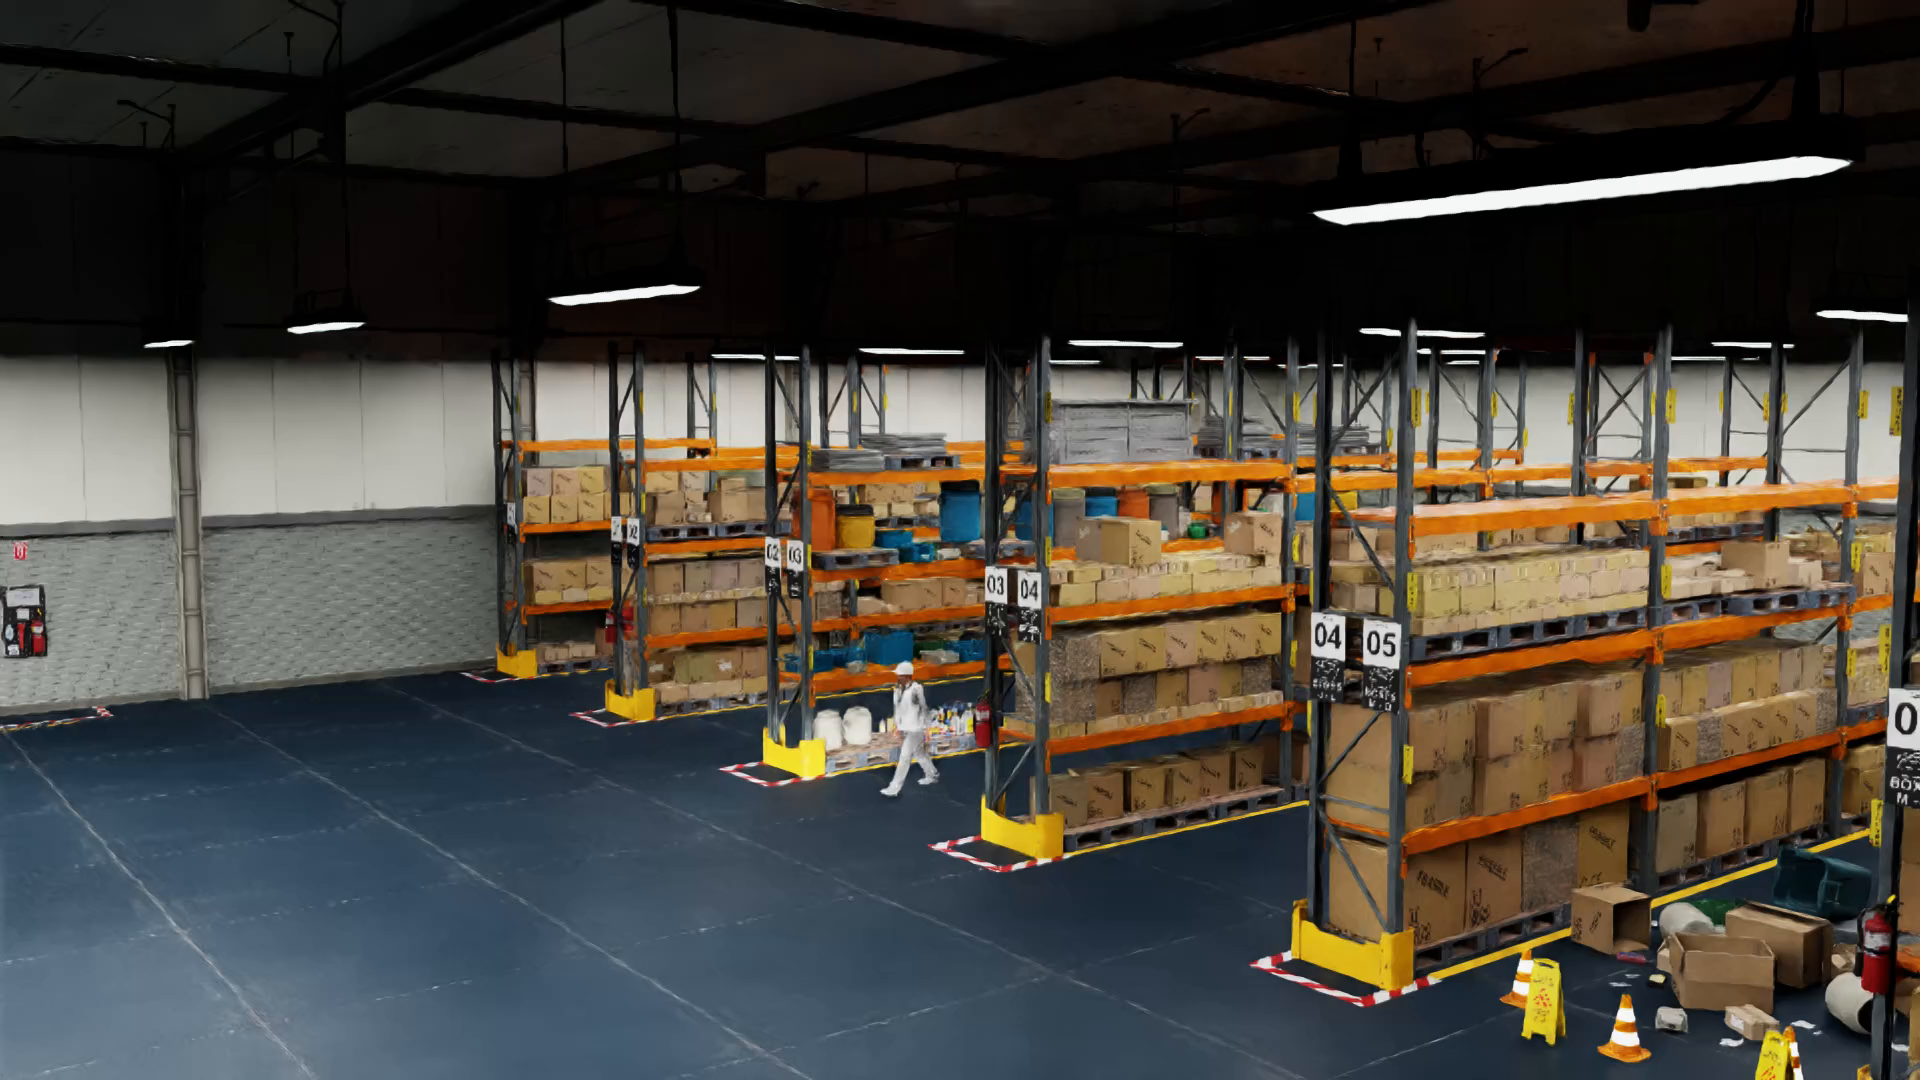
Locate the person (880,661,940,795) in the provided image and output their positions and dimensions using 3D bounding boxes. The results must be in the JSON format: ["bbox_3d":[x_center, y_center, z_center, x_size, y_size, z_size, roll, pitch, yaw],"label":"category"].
[{"bbox_3d":[-0.686,2.406,21.575,1.105,1.695,0.546,-4,6,-38],"label":"person"}]

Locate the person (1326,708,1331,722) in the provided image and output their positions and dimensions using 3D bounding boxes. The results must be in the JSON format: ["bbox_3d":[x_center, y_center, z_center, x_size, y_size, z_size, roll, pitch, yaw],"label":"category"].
[{"bbox_3d":[5.490,2.176,24.384,0.536,1.711,0.682,-4,6,-39],"label":"person"}]

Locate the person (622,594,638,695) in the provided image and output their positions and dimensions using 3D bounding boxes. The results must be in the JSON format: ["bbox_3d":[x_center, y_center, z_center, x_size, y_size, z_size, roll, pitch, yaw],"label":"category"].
[{"bbox_3d":[-5.582,1.776,28.640,0.651,1.719,0.593,-1,5,-12],"label":"person"}]
